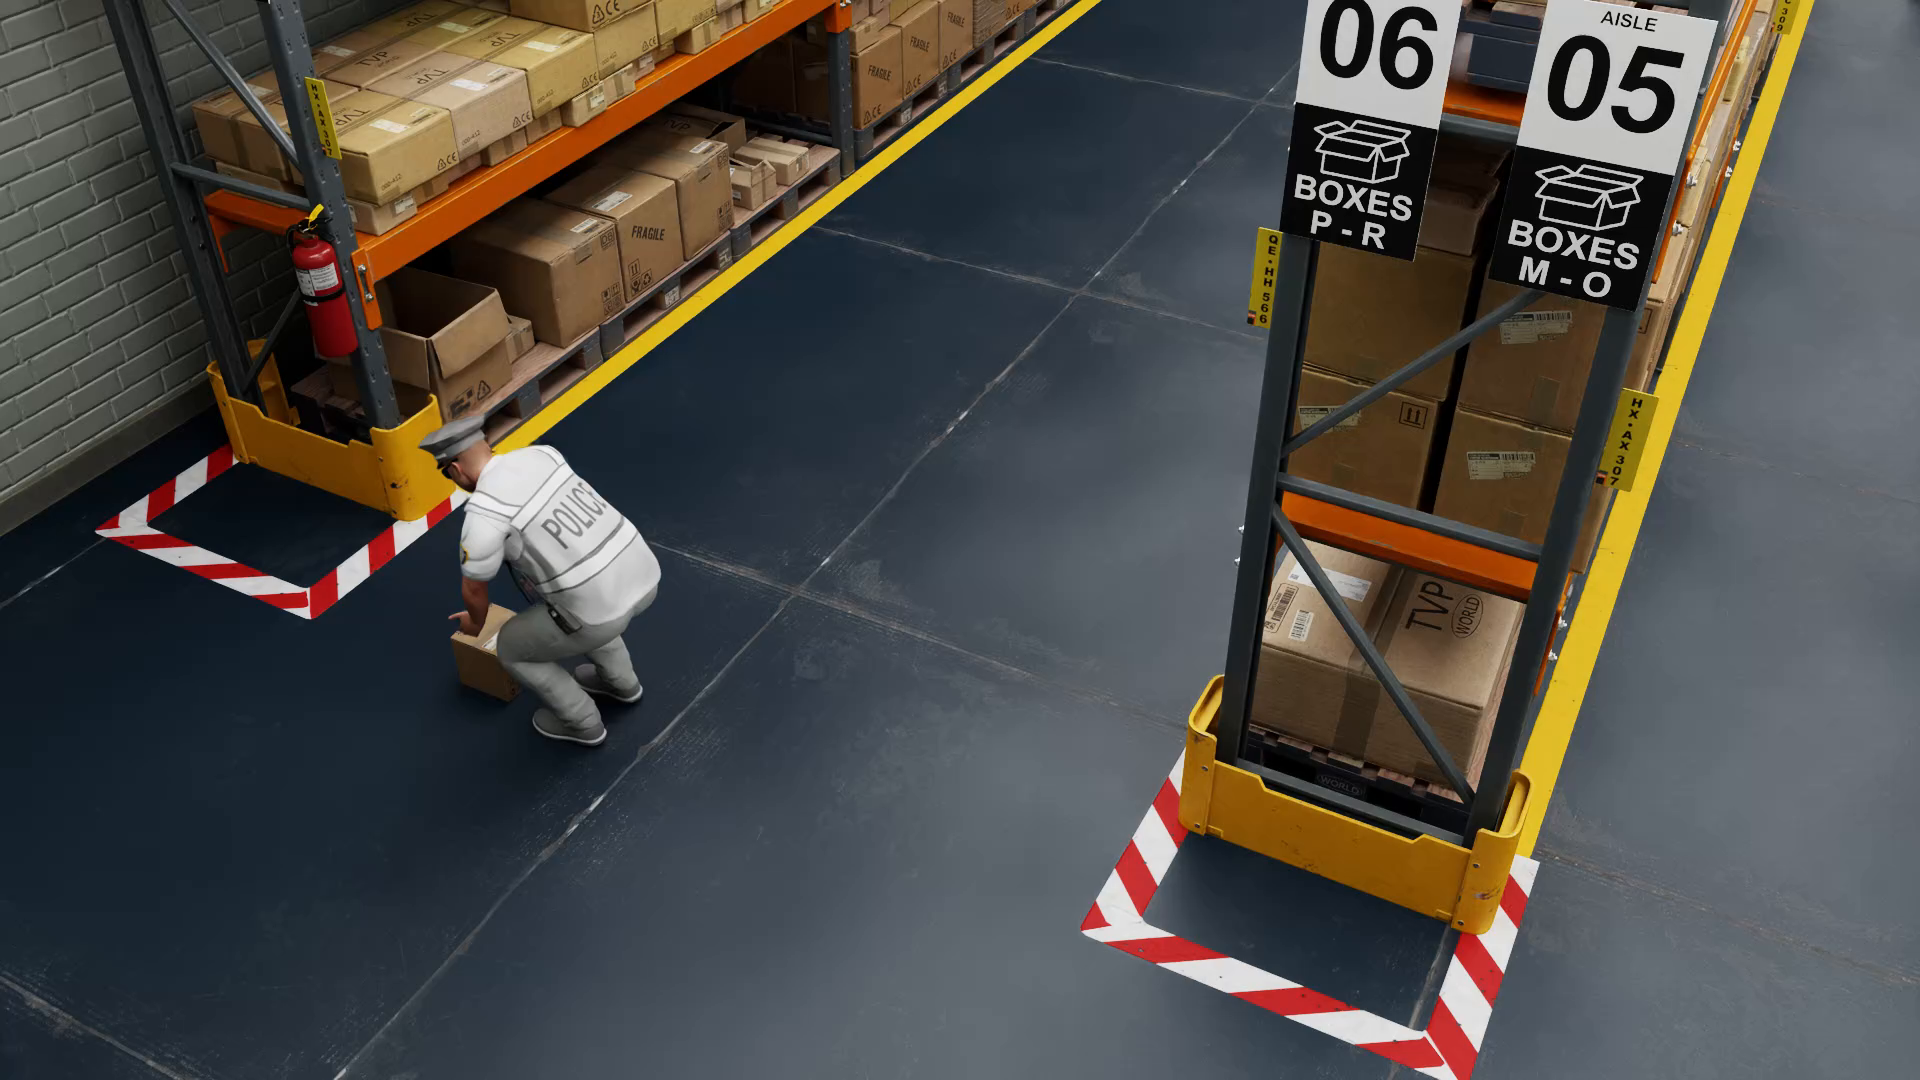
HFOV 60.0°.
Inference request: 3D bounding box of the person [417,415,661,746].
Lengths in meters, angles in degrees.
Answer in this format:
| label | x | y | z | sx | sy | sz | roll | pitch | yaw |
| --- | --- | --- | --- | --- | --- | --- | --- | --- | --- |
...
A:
| label | x | y | z | sx | sy | sz | roll | pitch | yaw |
| --- | --- | --- | --- | --- | --- | --- | --- | --- | --- |
| person | -1.563 | 0.166 | 6.289 | 0.855 | 1.321 | 0.588 | 18 | 41 | 21 |
